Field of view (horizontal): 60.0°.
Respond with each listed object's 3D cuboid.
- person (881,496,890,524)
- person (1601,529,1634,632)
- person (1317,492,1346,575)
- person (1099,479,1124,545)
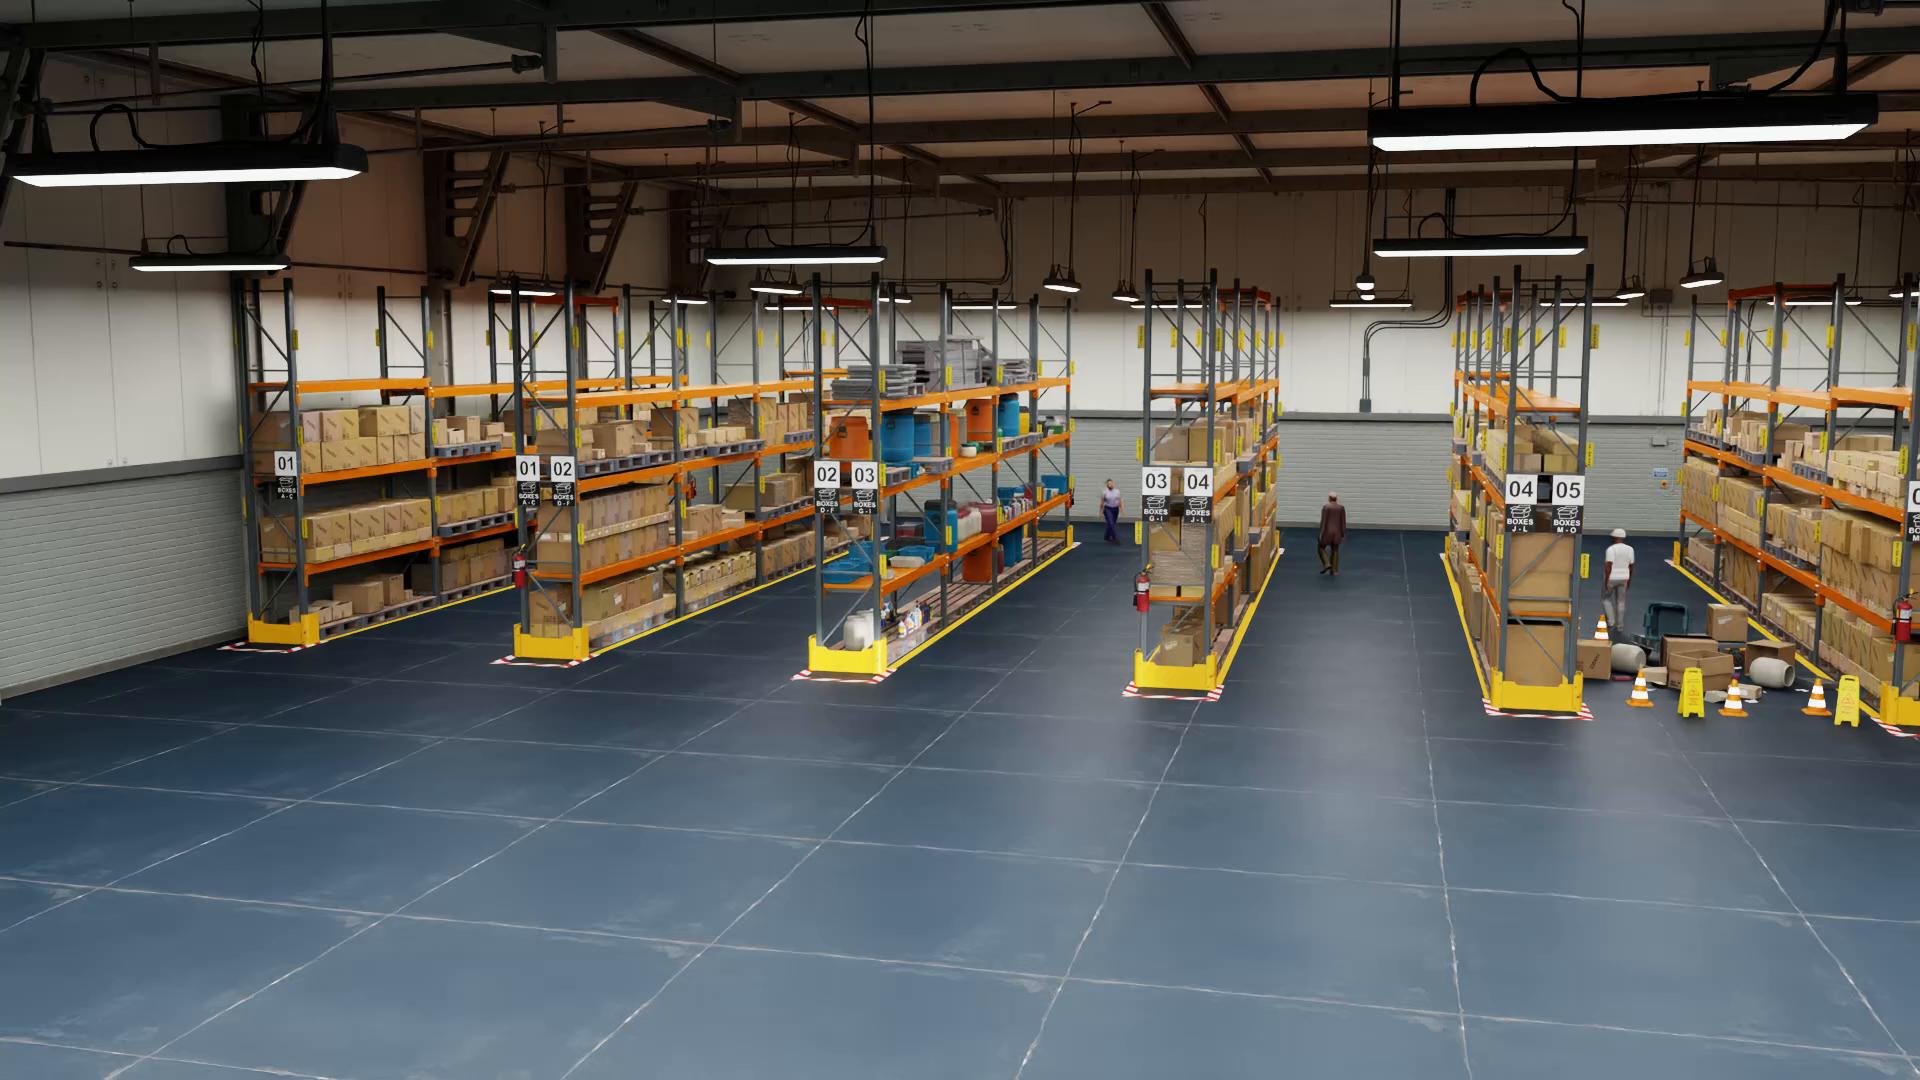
[{"bbox_3d":[-2.010,-1.293,45.390,0.438,1.675,0.486,3,7,24],"label":"person"},{"bbox_3d":[11.349,0.702,28.666,0.573,1.787,0.494,0,7,-2],"label":"person"},{"bbox_3d":[7.951,-0.139,35.512,0.638,1.779,0.531,-2,7,-13],"label":"person"},{"bbox_3d":[3.766,-0.700,40.811,0.488,1.567,0.994,-4,8,-28],"label":"person"}]
